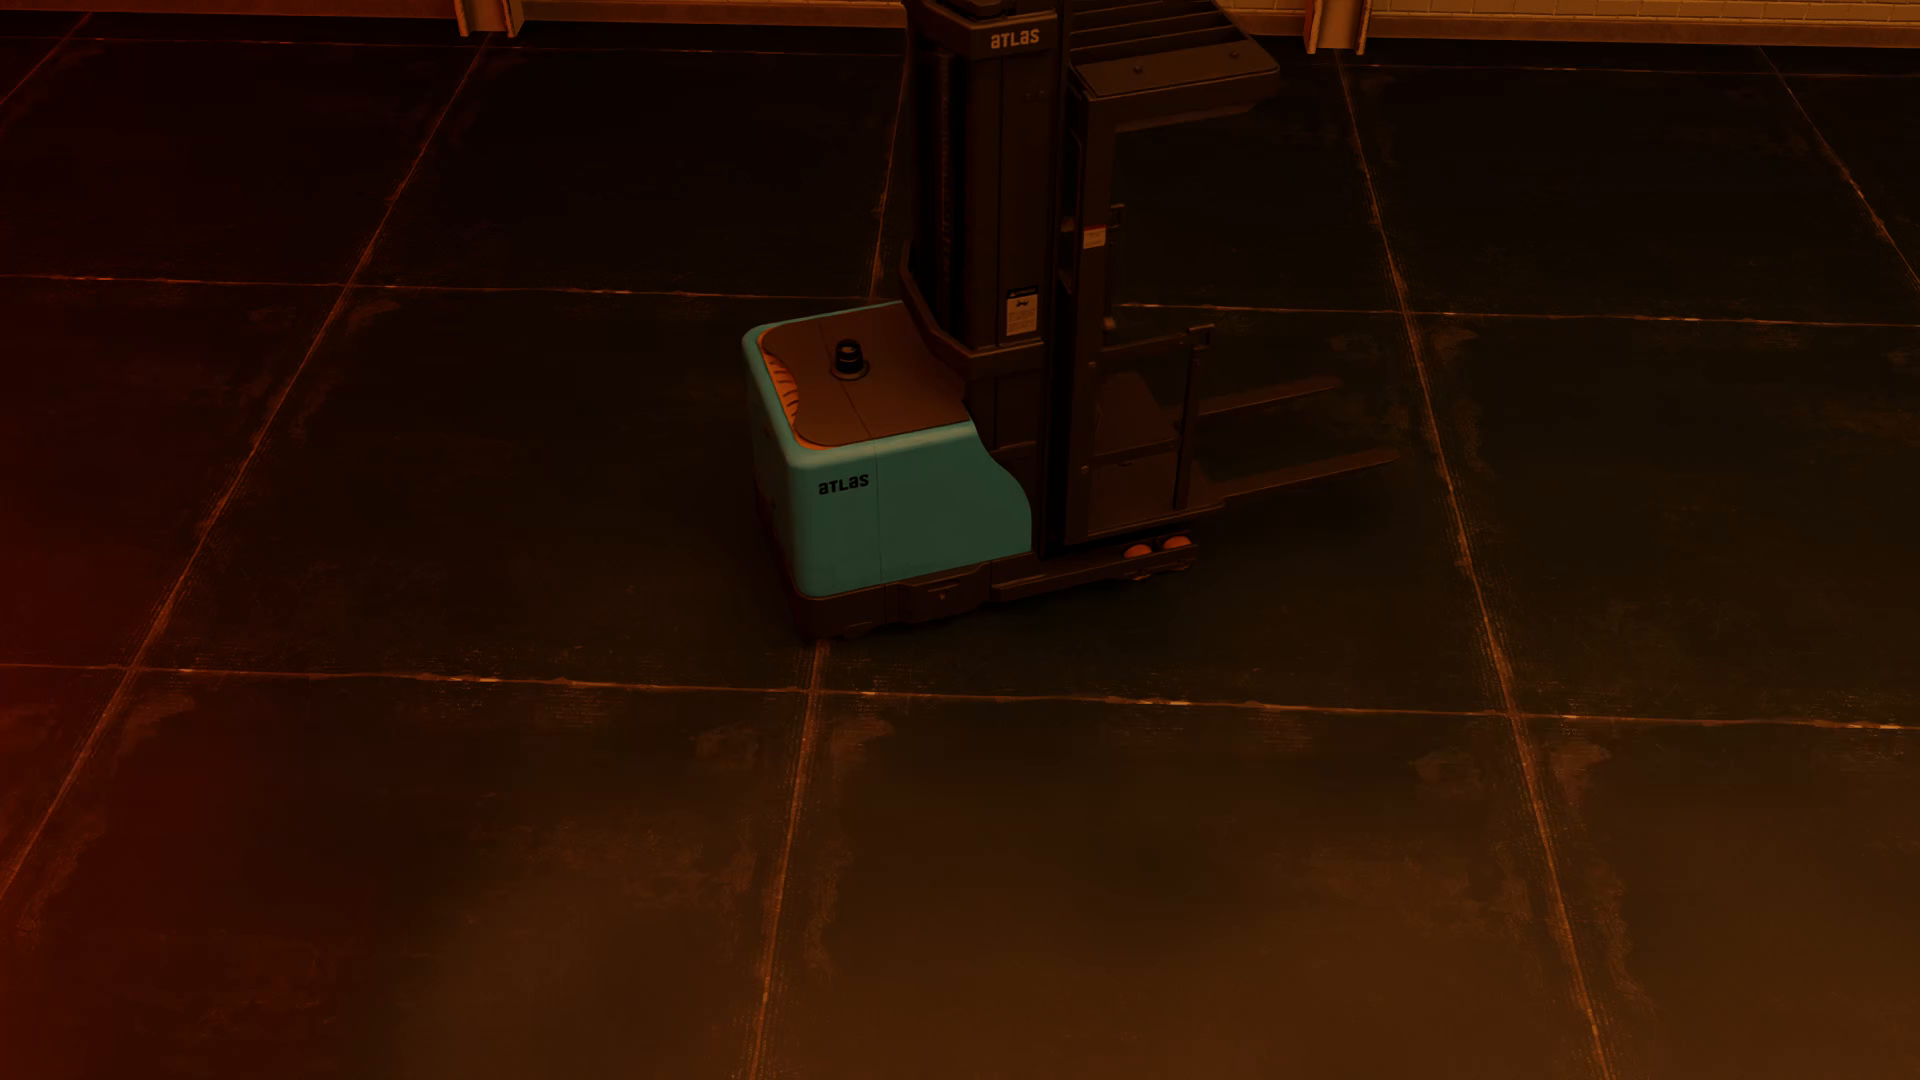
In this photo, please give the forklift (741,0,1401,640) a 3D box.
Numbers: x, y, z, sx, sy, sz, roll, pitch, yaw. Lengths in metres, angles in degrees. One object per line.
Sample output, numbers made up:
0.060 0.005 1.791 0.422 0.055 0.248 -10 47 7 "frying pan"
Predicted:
0.592 -1.225 7.084 3.031 2.935 1.130 -12 44 -13 "forklift"
